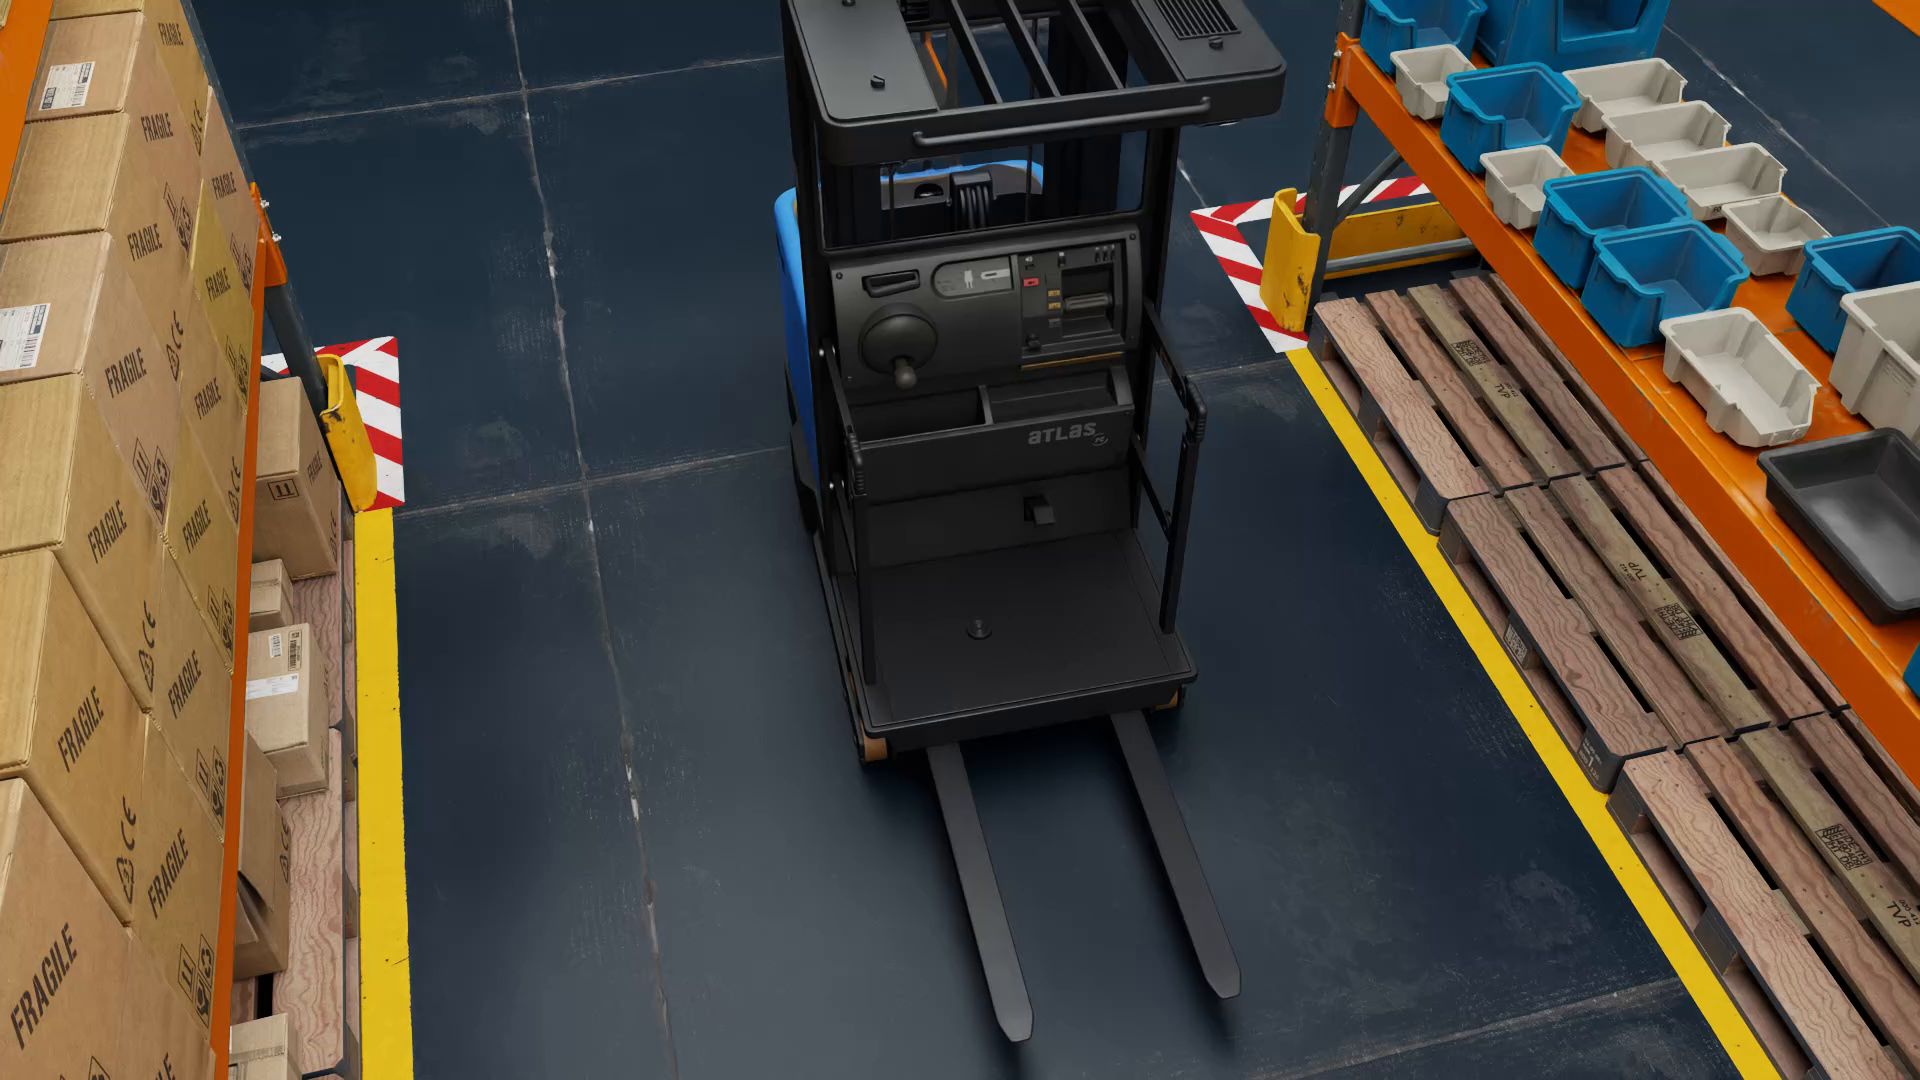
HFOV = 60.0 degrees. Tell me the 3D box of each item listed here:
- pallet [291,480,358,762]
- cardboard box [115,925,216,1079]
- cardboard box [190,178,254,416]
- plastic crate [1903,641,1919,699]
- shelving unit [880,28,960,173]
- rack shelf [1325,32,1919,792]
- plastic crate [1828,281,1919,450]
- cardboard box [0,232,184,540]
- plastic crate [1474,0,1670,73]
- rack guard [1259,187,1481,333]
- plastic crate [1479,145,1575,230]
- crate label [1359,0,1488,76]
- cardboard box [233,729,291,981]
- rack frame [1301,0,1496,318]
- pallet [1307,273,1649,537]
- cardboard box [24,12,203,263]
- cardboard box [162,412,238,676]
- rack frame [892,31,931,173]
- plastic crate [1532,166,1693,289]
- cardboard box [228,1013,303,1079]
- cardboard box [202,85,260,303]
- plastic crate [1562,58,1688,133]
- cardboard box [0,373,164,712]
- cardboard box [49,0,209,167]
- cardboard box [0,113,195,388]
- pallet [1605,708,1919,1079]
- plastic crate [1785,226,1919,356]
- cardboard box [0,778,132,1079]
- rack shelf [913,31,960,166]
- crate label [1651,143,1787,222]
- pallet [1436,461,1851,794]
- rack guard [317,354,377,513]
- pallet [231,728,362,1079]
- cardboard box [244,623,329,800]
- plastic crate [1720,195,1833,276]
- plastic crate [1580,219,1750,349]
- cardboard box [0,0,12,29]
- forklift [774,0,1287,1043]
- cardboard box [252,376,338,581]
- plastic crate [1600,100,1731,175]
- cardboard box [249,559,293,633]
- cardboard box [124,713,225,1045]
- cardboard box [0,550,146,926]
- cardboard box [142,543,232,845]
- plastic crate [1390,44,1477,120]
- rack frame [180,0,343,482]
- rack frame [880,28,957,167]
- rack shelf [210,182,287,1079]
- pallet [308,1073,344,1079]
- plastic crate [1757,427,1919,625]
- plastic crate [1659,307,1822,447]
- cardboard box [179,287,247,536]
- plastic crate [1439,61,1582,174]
[{"bbox_3d":[-2.636,0.344,5.765,1.003,0.211,1.213,-11,47,-10],"label":"pallet"},{"bbox_3d":[-1.704,1.090,3.012,0.500,0.500,0.500,-10,46,-9],"label":"cardboard box"},{"bbox_3d":[-2.347,-0.653,4.720,0.500,0.500,0.500,-10,46,-10],"label":"cardboard box"},{"bbox_3d":[2.503,0.348,3.778,0.392,0.384,0.575,-11,47,-10],"label":"plastic crate"},{"bbox_3d":[-0.262,-1.570,6.307,0.431,2.100,0.503,-9,44,-9],"label":"shelving unit"},{"bbox_3d":[2.441,-0.505,5.149,1.077,0.370,4.000,-11,47,-10],"label":"rack shelf"},{"bbox_3d":[2.740,-0.444,4.626,0.437,0.282,0.530,-11,47,-10],"label":"plastic crate"},{"bbox_3d":[-2.082,-0.303,3.676,0.500,0.500,0.500,-9,46,-9],"label":"cardboard box"},{"bbox_3d":[2.195,-1.974,6.018,0.616,0.435,0.499,-11,47,-10],"label":"plastic crate"},{"bbox_3d":[1.910,-1.277,7.152,1.175,0.500,0.348,-11,47,-10],"label":"rack guard"},{"bbox_3d":[1.849,-1.131,5.401,0.250,0.136,0.298,-11,47,-10],"label":"plastic crate"},{"bbox_3d":[1.673,-1.870,6.057,0.416,0.233,0.303,-11,47,-10],"label":"crate label"},{"bbox_3d":[-2.323,0.950,4.658,0.797,0.503,0.637,-11,47,-10],"label":"cardboard box"},{"bbox_3d":[1.929,-2.138,6.245,1.000,3.000,0.127,-11,47,-10],"label":"rack frame"},{"bbox_3d":[2.102,-0.586,6.676,1.003,0.211,1.213,-11,47,-10],"label":"pallet"},{"bbox_3d":[-2.351,-1.014,4.374,0.500,0.500,0.500,-10,46,-9],"label":"cardboard box"},{"bbox_3d":[-2.095,0.040,4.040,0.500,0.500,0.500,-11,47,-11],"label":"cardboard box"},{"bbox_3d":[-0.315,-1.734,6.479,0.400,2.100,0.015,-9,44,-9],"label":"rack frame"},{"bbox_3d":[2.011,-0.961,5.166,0.416,0.233,0.300,-11,47,-10],"label":"plastic crate"},{"bbox_3d":[-1.966,1.440,4.415,0.380,0.166,0.250,-11,47,-10],"label":"cardboard box"},{"bbox_3d":[-2.483,-1.010,5.070,0.500,0.500,0.500,-9,46,-9],"label":"cardboard box"},{"bbox_3d":[2.312,-1.537,5.798,0.396,0.136,0.243,-11,47,-10],"label":"plastic crate"},{"bbox_3d":[-1.949,0.054,3.327,0.500,0.500,0.500,-12,47,-11],"label":"cardboard box"},{"bbox_3d":[-2.481,-1.363,4.715,0.500,0.500,0.500,-11,47,-11],"label":"cardboard box"},{"bbox_3d":[-2.214,-0.657,4.024,0.500,0.500,0.500,-10,46,-9],"label":"cardboard box"},{"bbox_3d":[2.727,1.099,5.025,1.003,0.211,1.213,-11,47,-10],"label":"pallet"},{"bbox_3d":[2.702,-0.729,4.940,0.416,0.233,0.300,-11,47,-10],"label":"plastic crate"},{"bbox_3d":[-1.685,0.765,2.630,0.500,0.500,0.500,-10,46,-9],"label":"cardboard box"},{"bbox_3d":[-0.262,-1.560,6.316,0.431,0.518,0.480,-9,44,-9],"label":"rack shelf"},{"bbox_3d":[2.467,-1.146,5.416,0.396,0.136,0.243,-11,47,-10],"label":"crate label"},{"bbox_3d":[2.411,0.255,5.852,1.003,0.211,1.213,-11,47,-10],"label":"pallet"},{"bbox_3d":[-2.841,-0.308,6.201,1.175,0.500,0.348,-11,47,-10],"label":"rack guard"},{"bbox_3d":[-2.327,1.185,4.941,1.003,0.211,1.213,-11,47,-10],"label":"pallet"},{"bbox_3d":[-2.269,0.565,5.213,0.500,0.250,0.500,-11,47,-10],"label":"cardboard box"},{"bbox_3d":[2.561,-0.945,5.219,0.298,0.136,0.250,-11,47,-10],"label":"plastic crate"},{"bbox_3d":[2.087,-0.754,4.963,0.416,0.233,0.300,-11,47,-10],"label":"plastic crate"},{"bbox_3d":[-2.216,-1.236,3.366,0.500,0.250,0.500,-11,47,-10],"label":"cardboard box"},{"bbox_3d":[0.135,-0.592,4.778,1.130,2.935,3.031,-9,46,-9],"label":"forklift"},{"bbox_3d":[-2.483,-0.184,5.772,0.500,0.500,0.500,-11,47,-10],"label":"cardboard box"},{"bbox_3d":[2.373,-1.334,5.600,0.396,0.136,0.243,-11,47,-10],"label":"plastic crate"},{"bbox_3d":[-2.467,0.229,5.601,0.380,0.166,0.250,-11,47,-10],"label":"cardboard box"},{"bbox_3d":[-1.838,0.737,3.357,0.500,0.500,0.500,-10,46,-10],"label":"cardboard box"},{"bbox_3d":[-1.818,0.409,2.979,0.500,0.500,0.500,-12,47,-12],"label":"cardboard box"},{"bbox_3d":[-1.964,0.391,3.696,0.500,0.500,0.500,-11,47,-11],"label":"cardboard box"},{"bbox_3d":[1.676,-1.599,5.860,0.250,0.136,0.298,-11,47,-10],"label":"plastic crate"},{"bbox_3d":[-2.861,-1.235,5.360,1.000,3.000,0.127,-11,47,-10],"label":"rack frame"},{"bbox_3d":[-0.209,-1.405,6.134,0.400,2.100,0.015,-9,44,-9],"label":"rack frame"},{"bbox_3d":[-2.349,0.398,4.264,1.077,0.370,4.000,-11,47,-10],"label":"rack shelf"},{"bbox_3d":[-2.012,2.028,4.114,1.003,0.211,1.213,-11,47,-10],"label":"pallet"},{"bbox_3d":[2.406,-0.025,4.325,0.437,0.125,0.590,-11,47,-10],"label":"plastic crate"},{"bbox_3d":[2.216,-0.452,4.736,0.293,0.136,0.466,-11,47,-10],"label":"plastic crate"},{"bbox_3d":[-2.224,-0.307,4.381,0.500,0.500,0.500,-10,46,-10],"label":"cardboard box"},{"bbox_3d":[1.842,-1.415,5.612,0.416,0.233,0.300,-11,47,-10],"label":"plastic crate"}]
